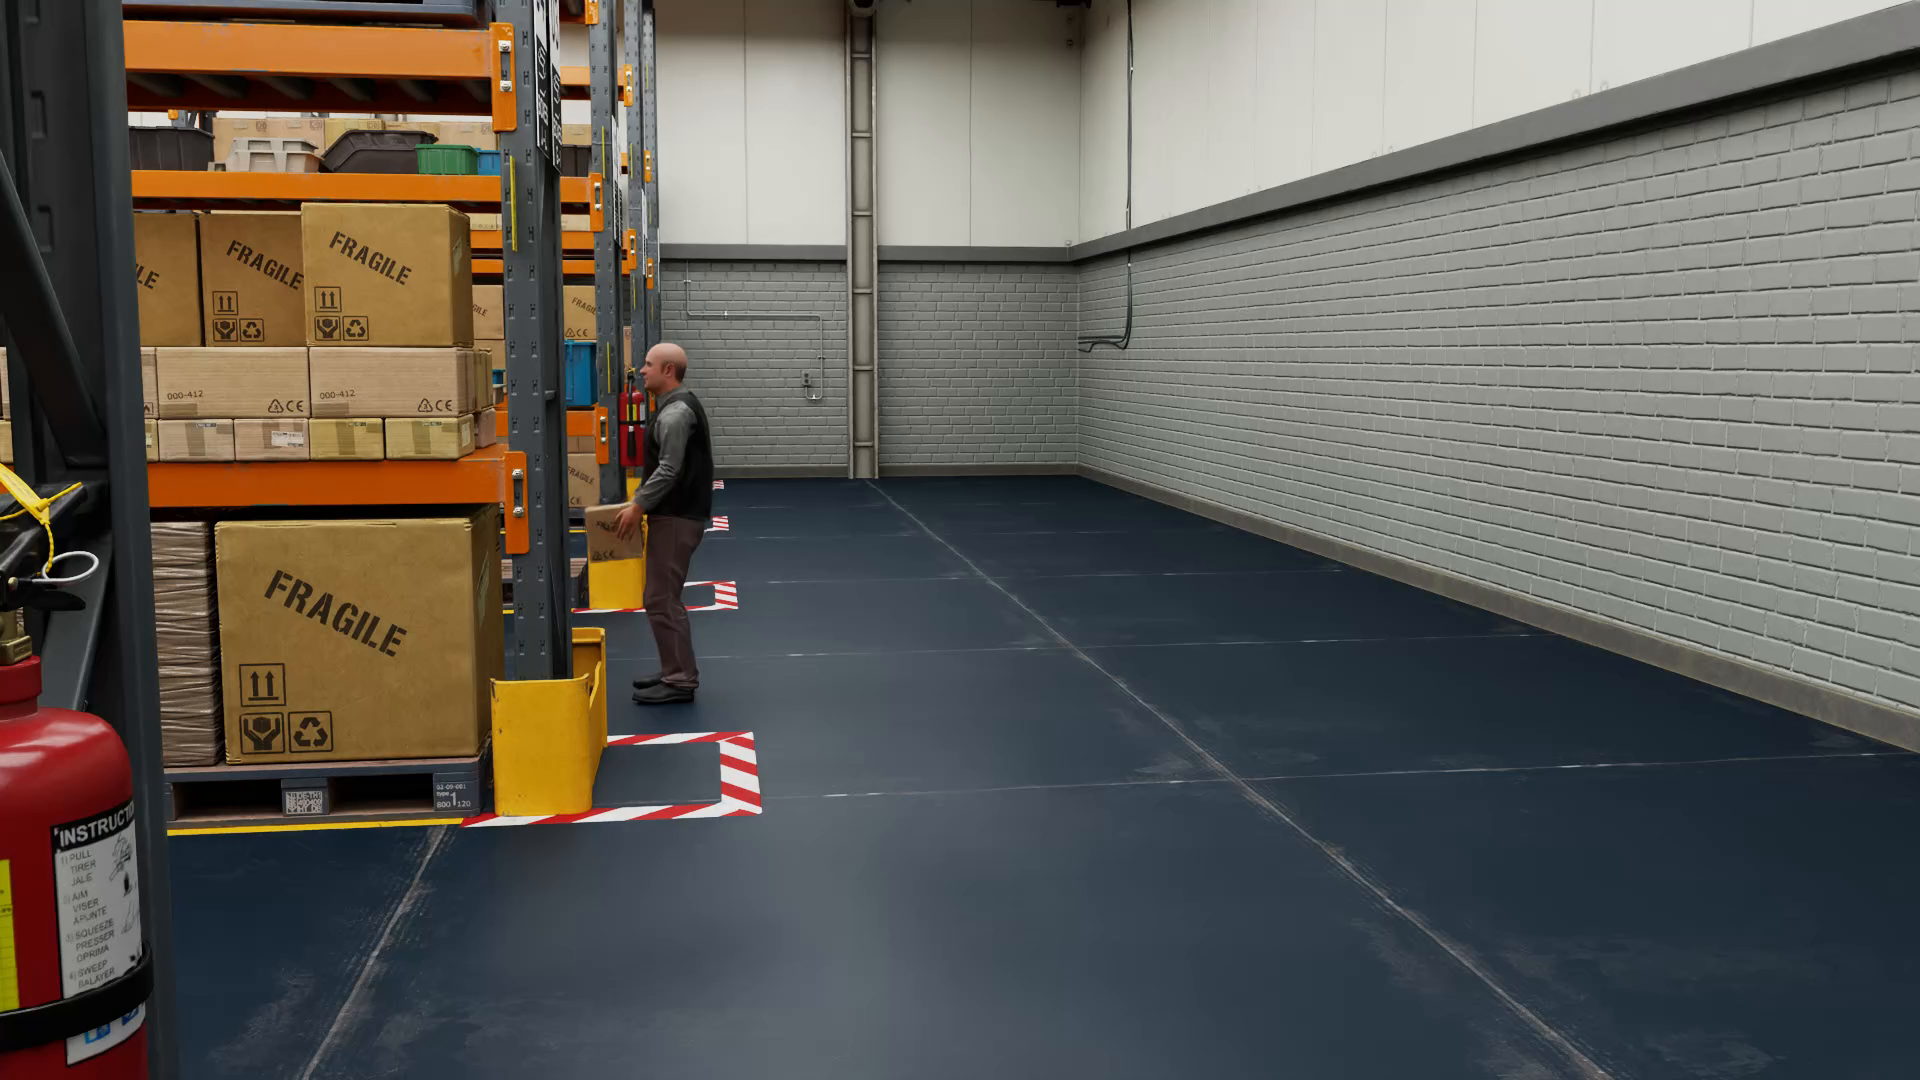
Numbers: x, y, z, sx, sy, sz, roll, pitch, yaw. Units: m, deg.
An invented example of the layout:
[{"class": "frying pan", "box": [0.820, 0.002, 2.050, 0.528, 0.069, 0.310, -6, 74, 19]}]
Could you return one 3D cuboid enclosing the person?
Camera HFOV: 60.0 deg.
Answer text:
[{"class": "person", "box": [-1.436, -0.088, 8.074, 0.482, 1.728, 0.544, -1, 7, -10]}]
